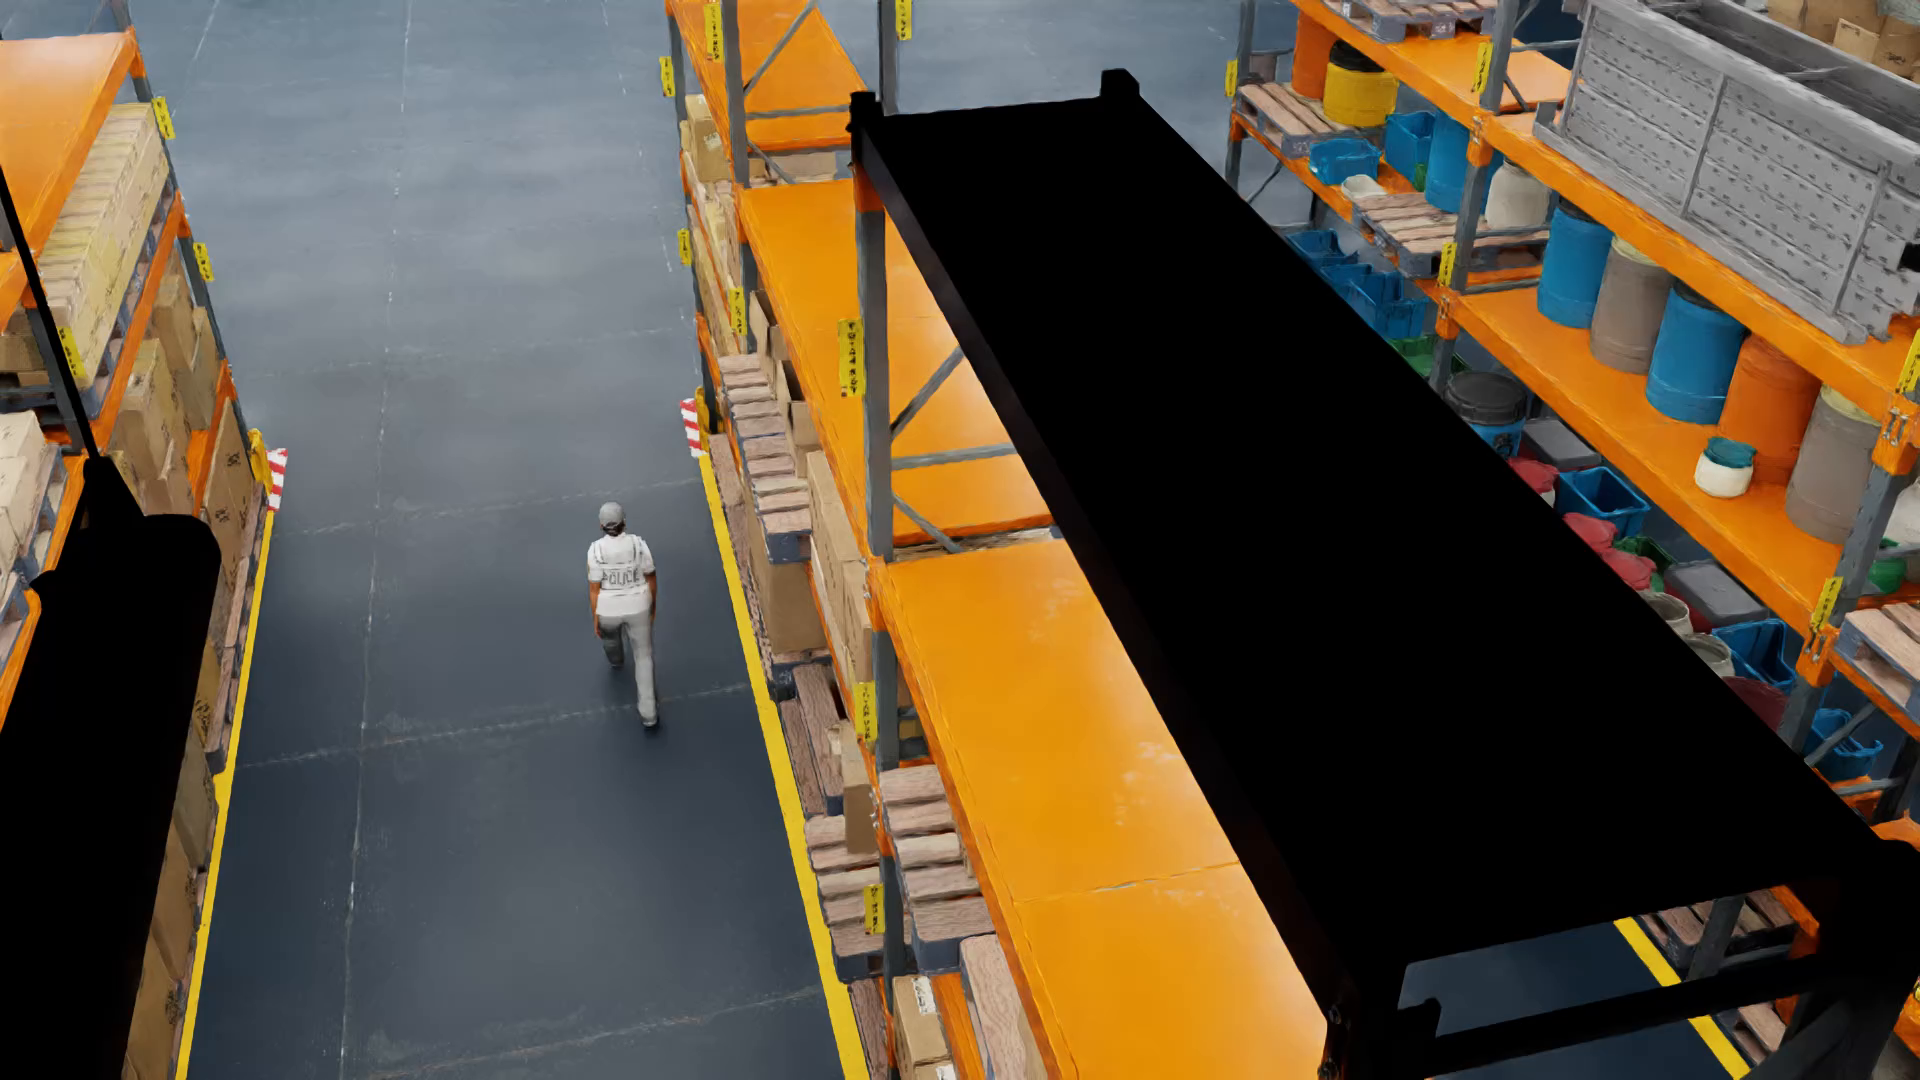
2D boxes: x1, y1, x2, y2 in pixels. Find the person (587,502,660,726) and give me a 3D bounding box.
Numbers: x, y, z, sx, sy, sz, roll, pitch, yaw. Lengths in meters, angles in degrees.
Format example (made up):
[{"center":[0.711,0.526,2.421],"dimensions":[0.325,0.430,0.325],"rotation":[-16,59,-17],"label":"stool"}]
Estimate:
[{"center":[-2.426,0.447,12.019],"dimensions":[0.497,1.583,1.090],"rotation":[-7,35,-10],"label":"person"}]
